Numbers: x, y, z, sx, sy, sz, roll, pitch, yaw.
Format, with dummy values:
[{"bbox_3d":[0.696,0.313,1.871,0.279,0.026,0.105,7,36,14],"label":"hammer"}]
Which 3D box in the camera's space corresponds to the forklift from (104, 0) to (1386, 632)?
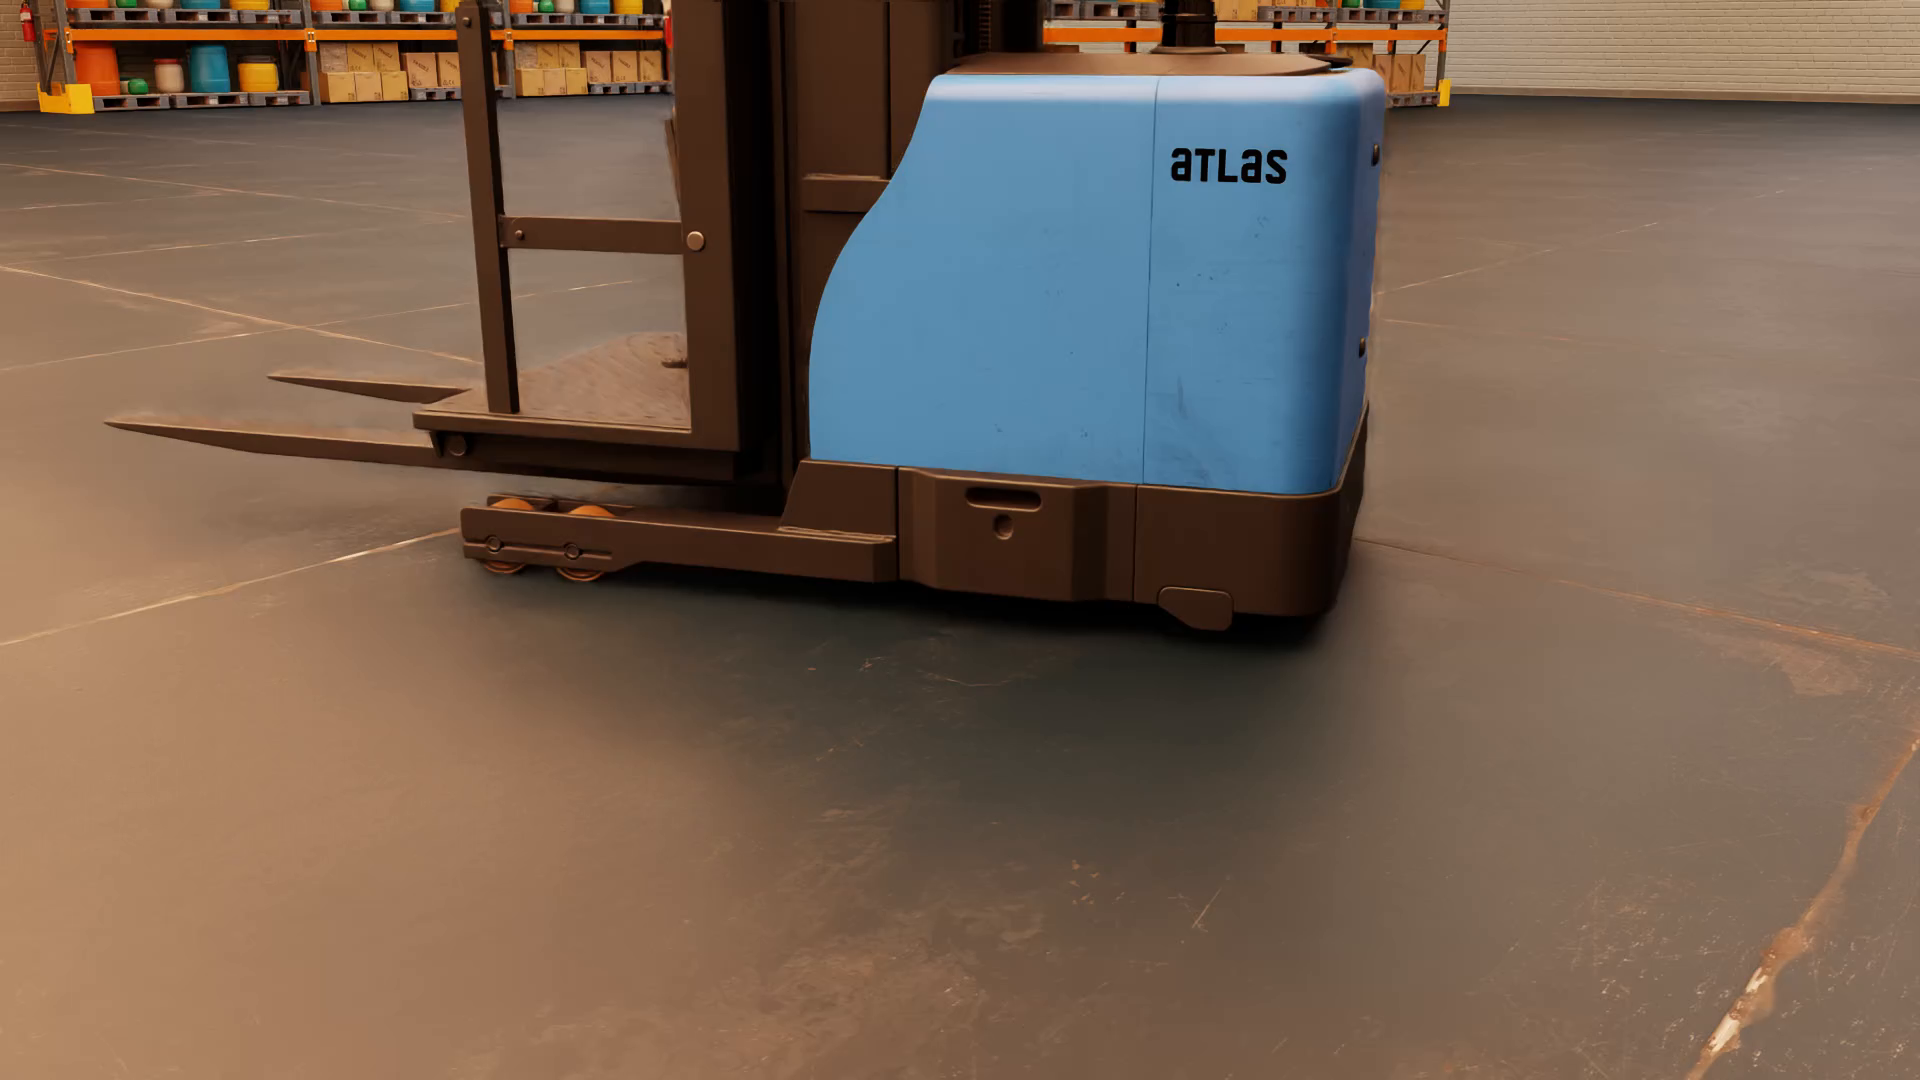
[{"bbox_3d":[-0.594,-1.450,3.673,3.031,2.935,1.130,5,18,16],"label":"forklift"}]
